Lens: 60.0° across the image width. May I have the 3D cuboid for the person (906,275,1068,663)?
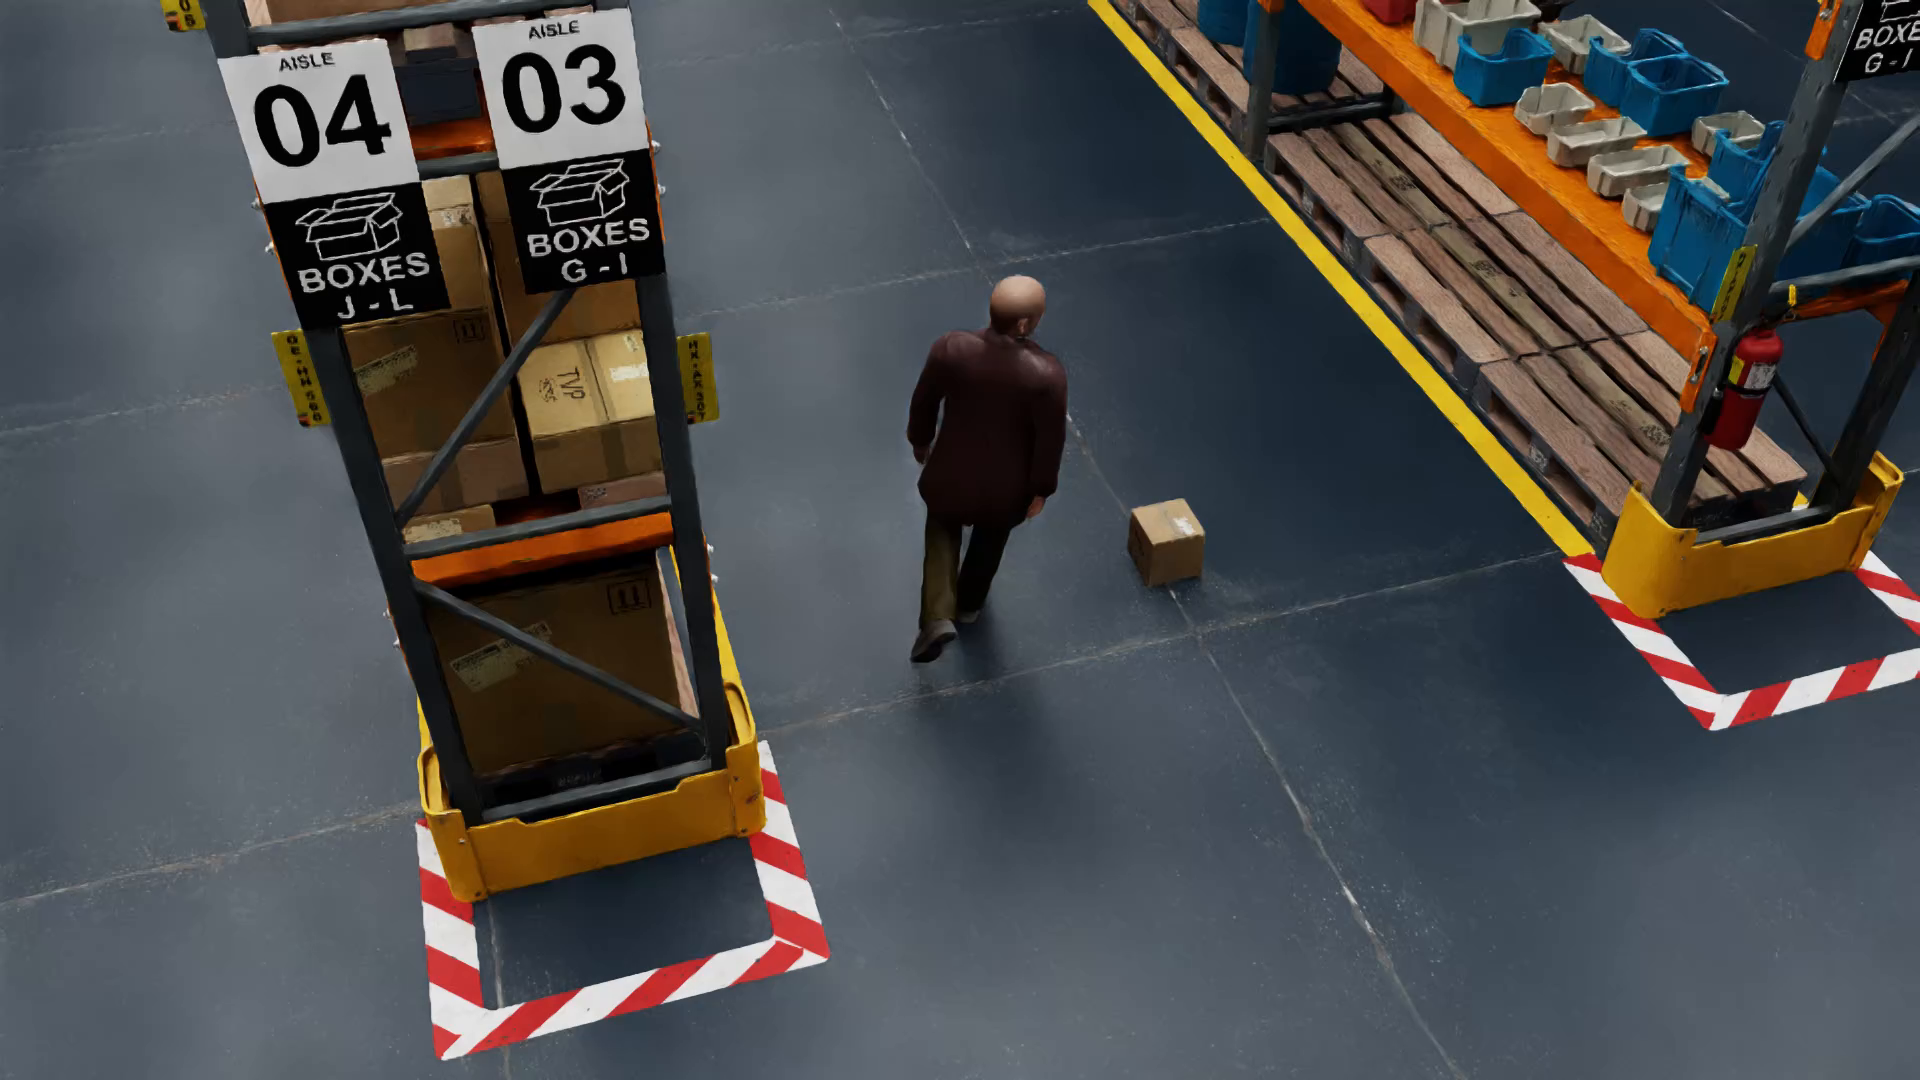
[{"bbox_3d":[0.094,-0.251,6.529,0.648,1.636,0.716,7,42,8],"label":"person"}]
